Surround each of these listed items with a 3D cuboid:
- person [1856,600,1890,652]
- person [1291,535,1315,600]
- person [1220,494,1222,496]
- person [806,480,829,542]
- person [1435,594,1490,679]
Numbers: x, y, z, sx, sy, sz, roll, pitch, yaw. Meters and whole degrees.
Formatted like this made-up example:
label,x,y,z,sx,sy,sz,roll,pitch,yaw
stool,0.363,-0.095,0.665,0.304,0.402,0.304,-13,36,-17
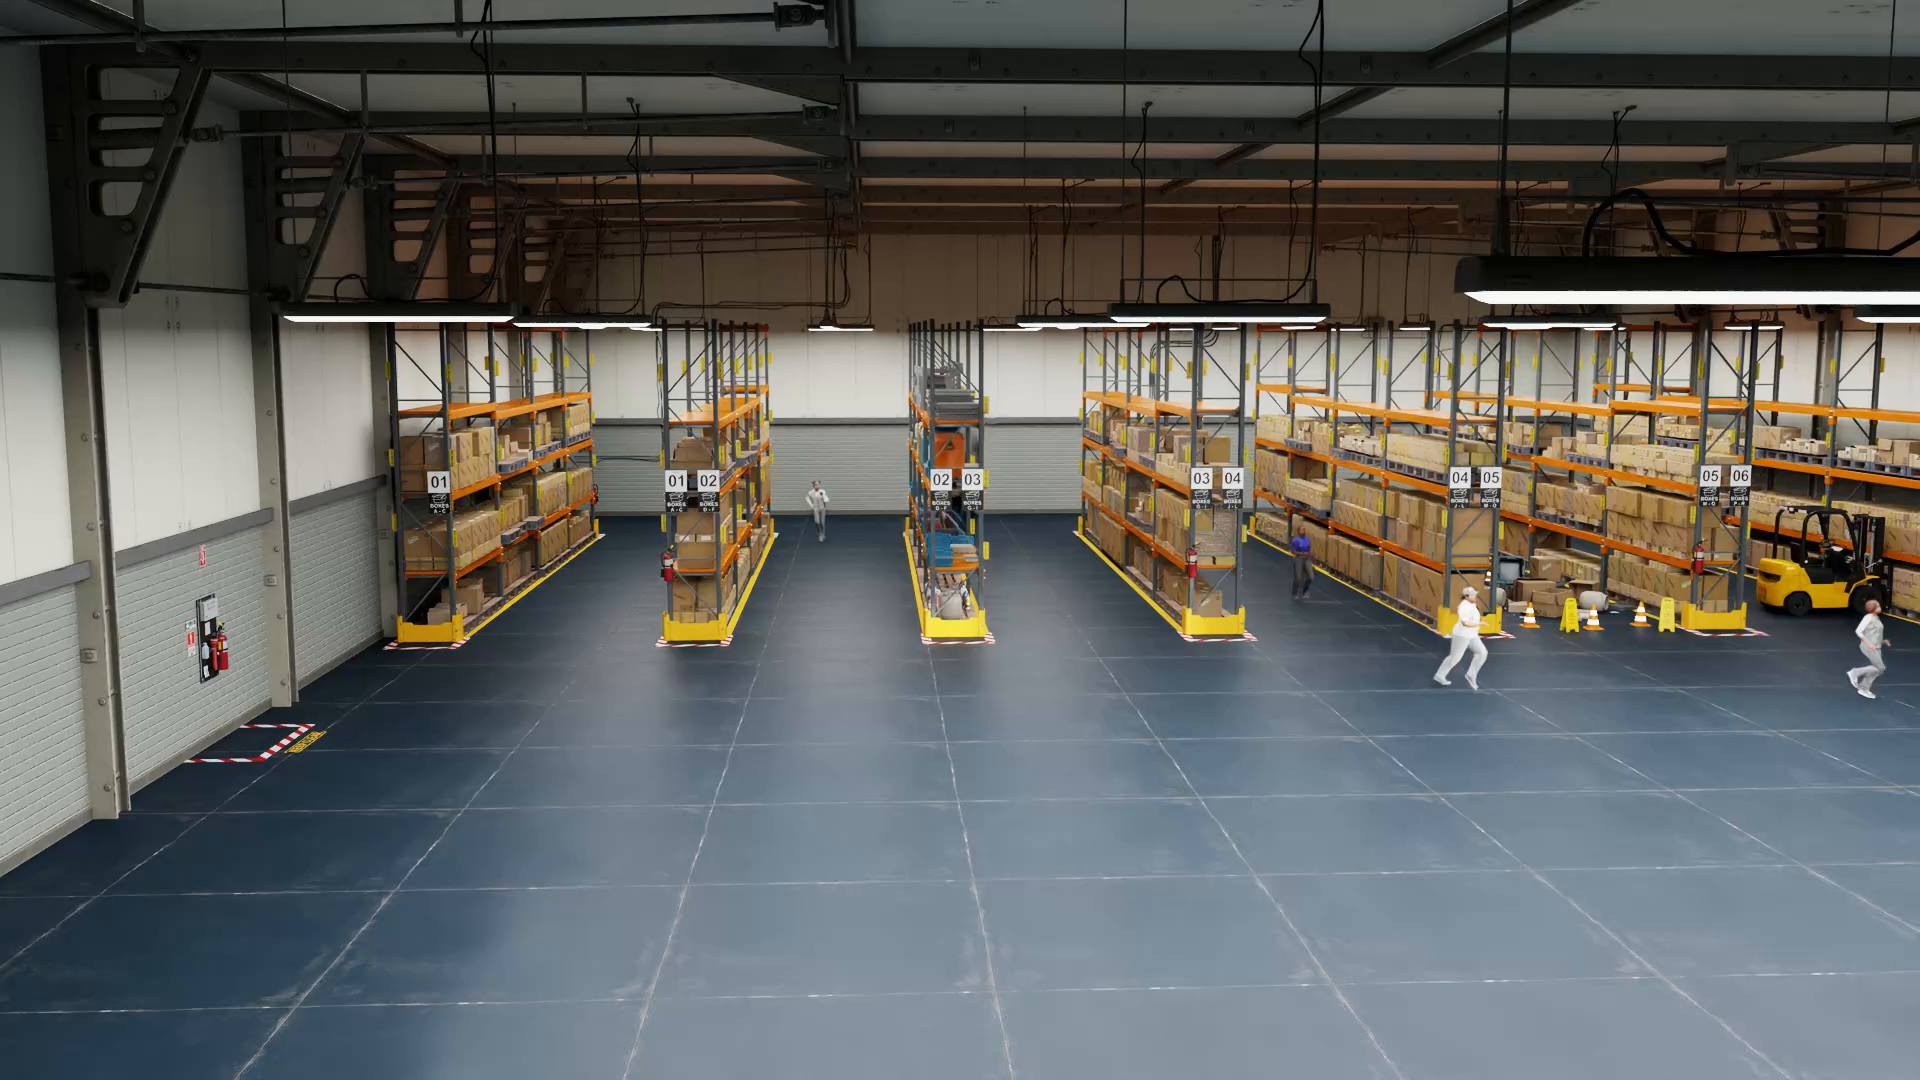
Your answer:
label,x,y,z,sx,sy,sz,roll,pitch,yaw
person,14.460,1.351,26.266,0.430,0.809,0.547,7,10,43
person,7.358,0.594,35.768,0.531,1.426,0.590,-2,7,-18
person,6.766,-0.404,42.450,0.632,1.824,0.705,-2,7,-12
person,-3.947,-0.807,46.223,0.611,1.743,0.678,-2,7,-13
person,8.185,1.517,26.934,0.832,1.511,0.611,5,9,38
